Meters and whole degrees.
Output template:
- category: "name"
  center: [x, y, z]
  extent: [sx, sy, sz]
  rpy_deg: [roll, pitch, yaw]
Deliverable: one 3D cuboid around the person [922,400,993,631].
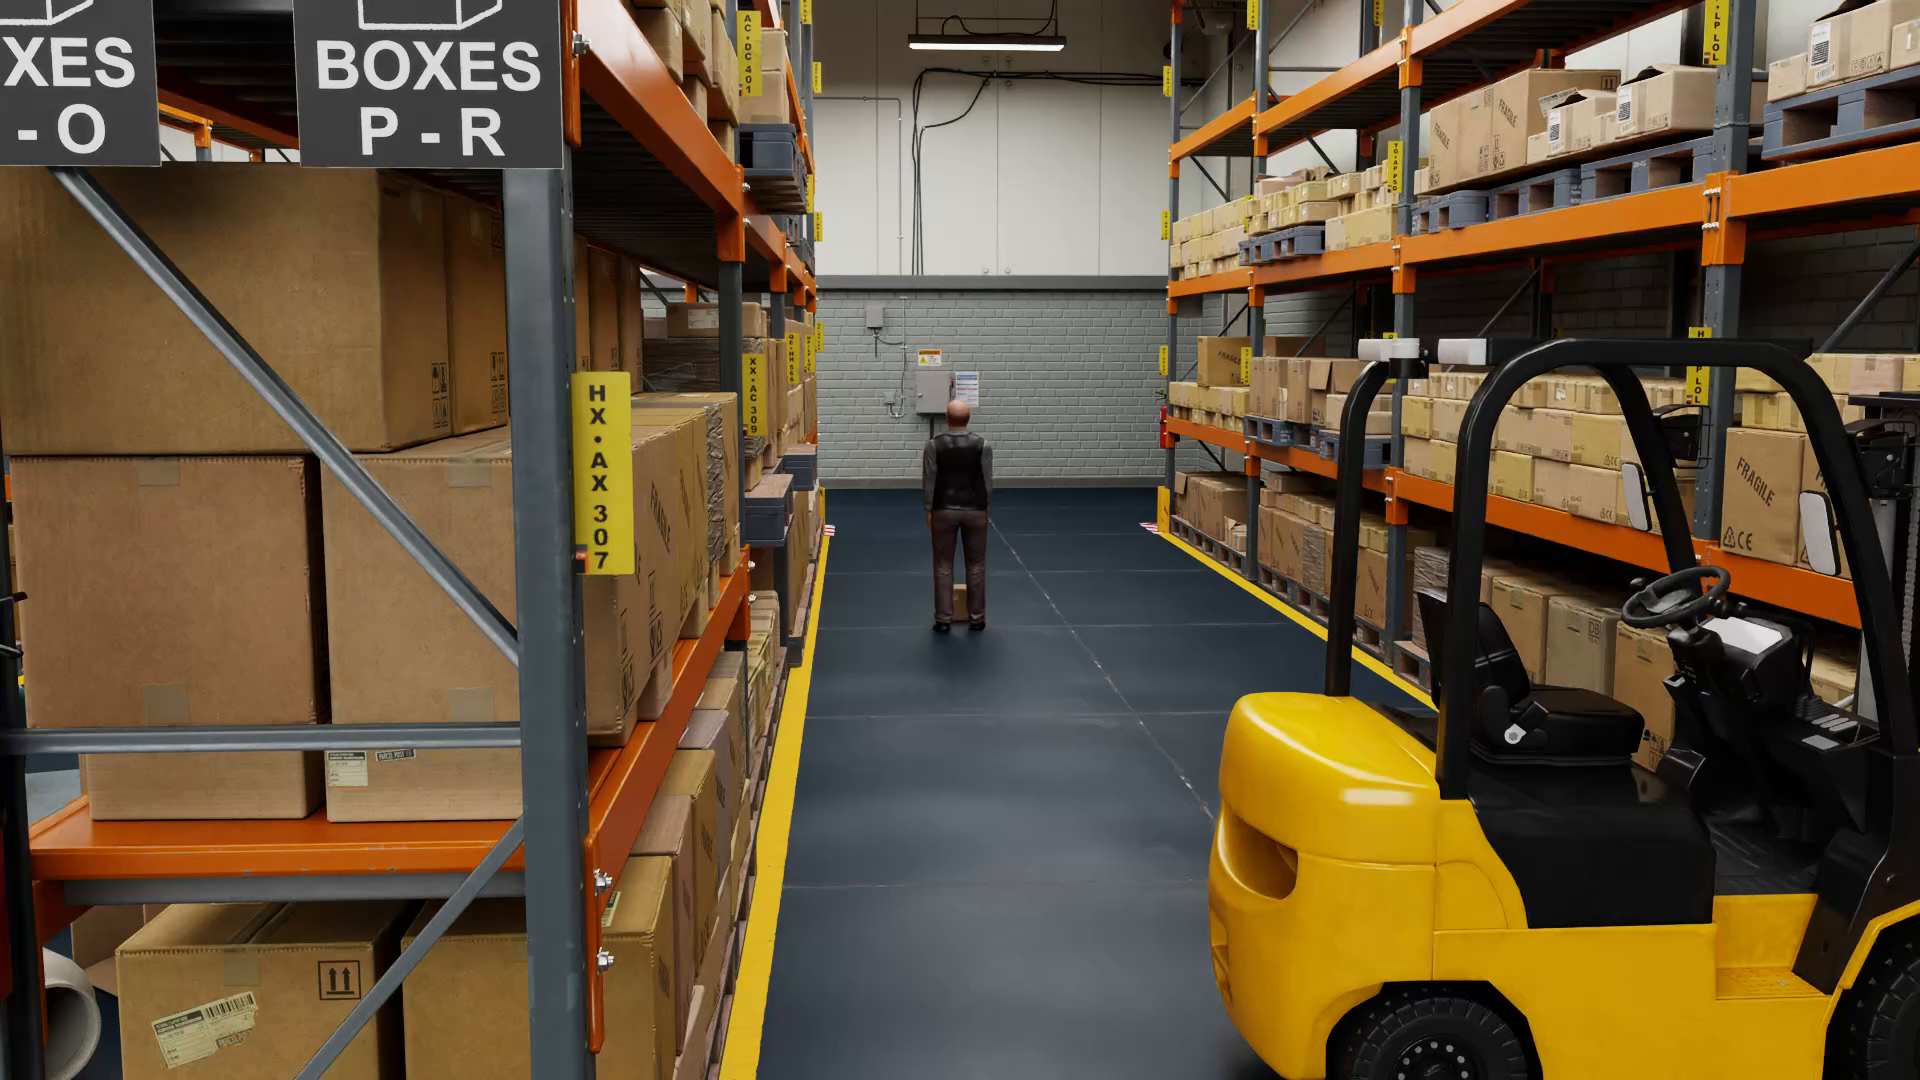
- category: "person"
  center: [-0.021, -0.176, 12.413]
  extent: [0.531, 1.732, 0.359]
  rpy_deg: [0, 7, -2]
